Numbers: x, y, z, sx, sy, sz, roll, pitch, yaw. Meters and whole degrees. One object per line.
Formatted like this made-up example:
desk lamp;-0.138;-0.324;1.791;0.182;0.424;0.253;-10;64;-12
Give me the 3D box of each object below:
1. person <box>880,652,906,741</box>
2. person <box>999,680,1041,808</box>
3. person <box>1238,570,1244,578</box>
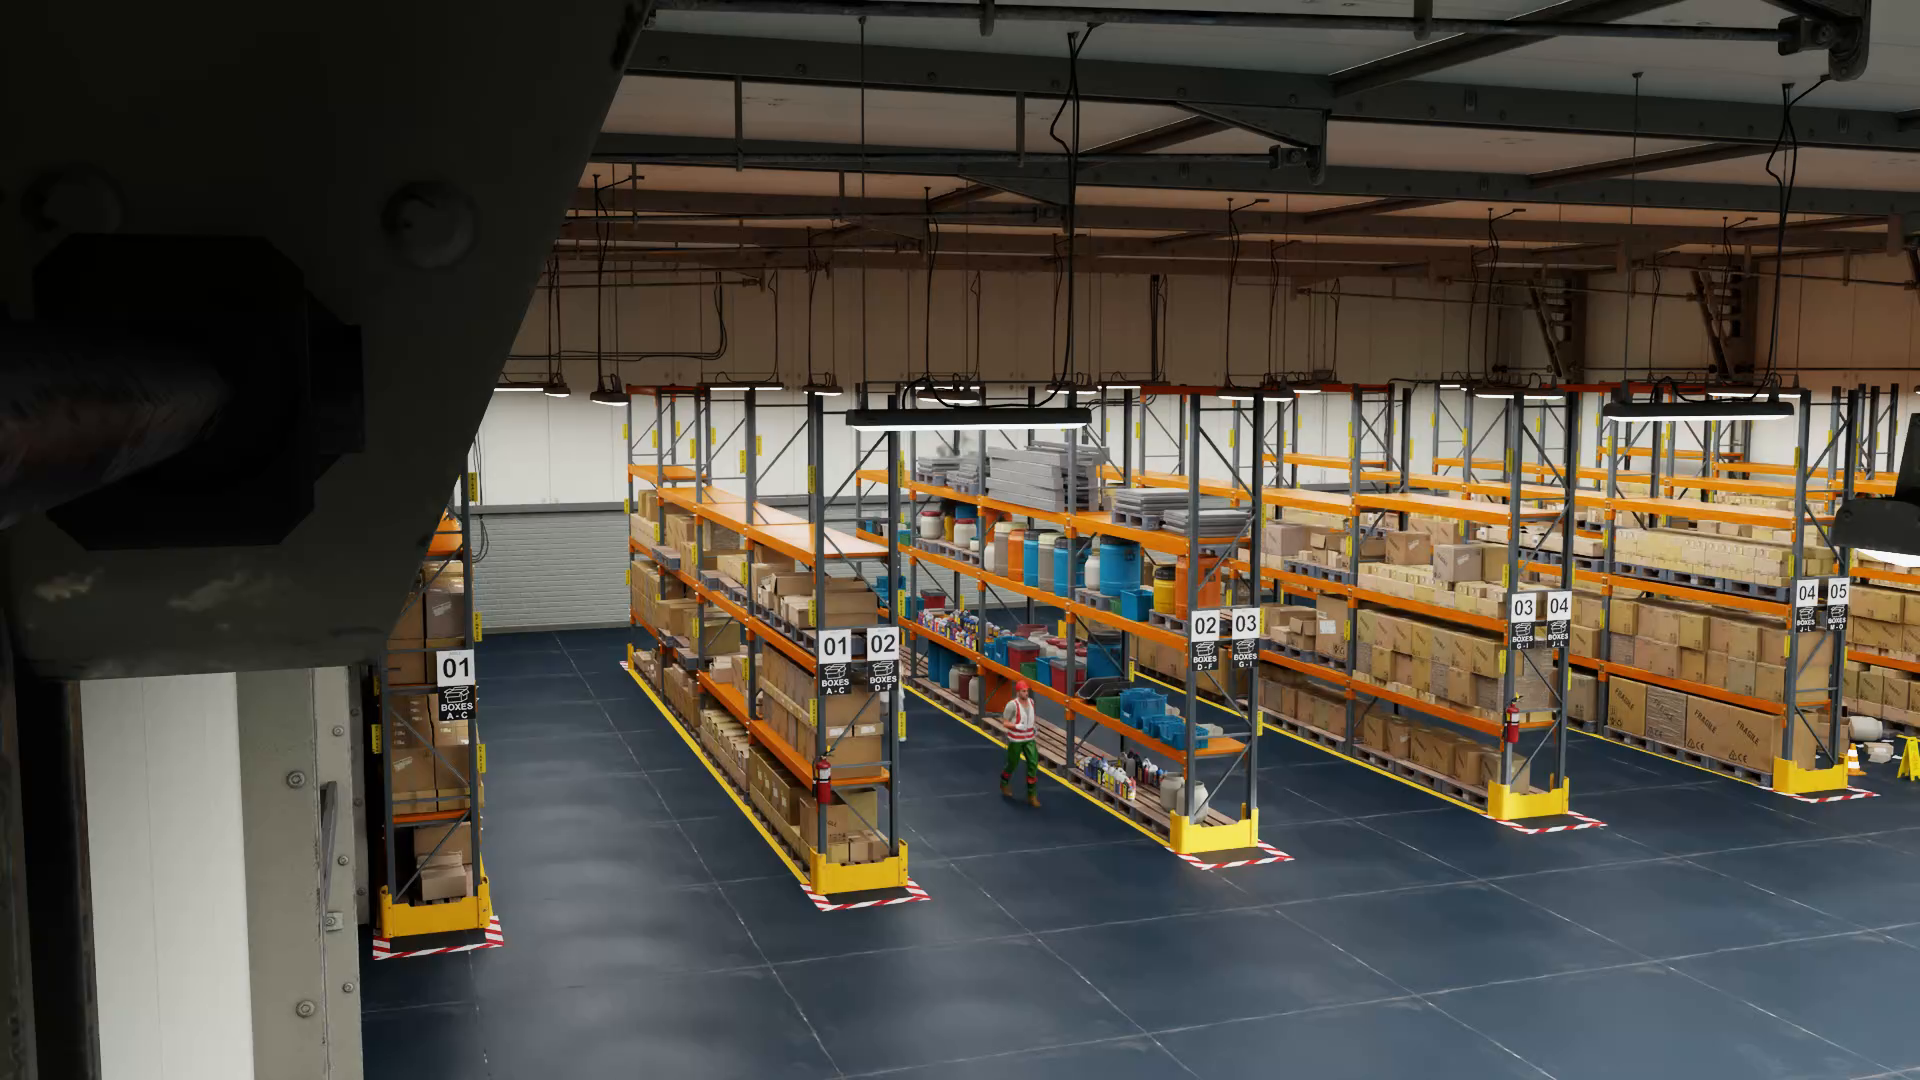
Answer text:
person;-1.211;2.519;28.476;0.709;1.762;0.945;-4;7;-34
person;0.866;2.935;24.263;0.613;1.823;0.894;-3;7;-28
person;6.376;1.539;38.206;0.757;1.720;0.680;-2;6;-16
